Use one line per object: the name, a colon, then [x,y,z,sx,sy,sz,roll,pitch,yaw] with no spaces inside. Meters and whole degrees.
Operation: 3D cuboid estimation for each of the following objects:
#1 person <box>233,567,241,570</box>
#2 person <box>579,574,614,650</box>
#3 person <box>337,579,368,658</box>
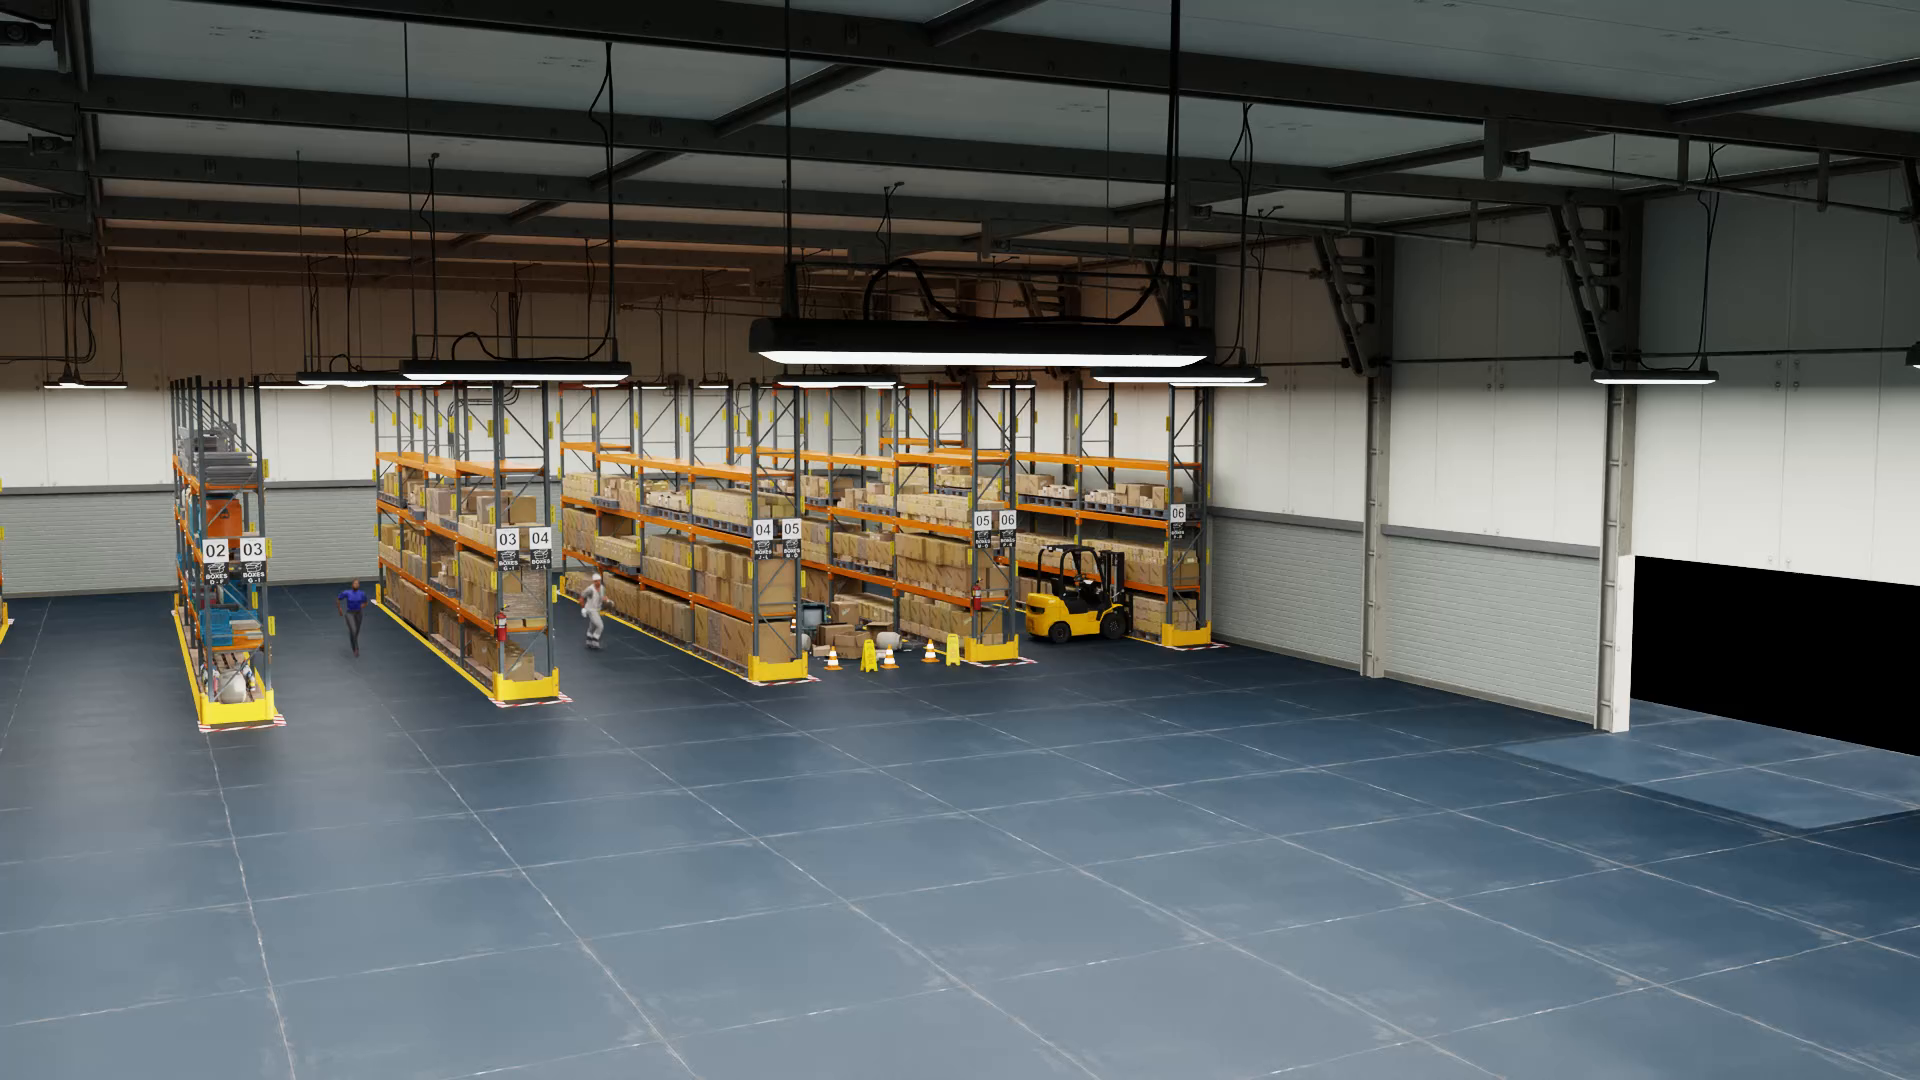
person: [-19.889,0.782,45.626,0.932,1.847,0.675,-1,5,-16]
person: [-8.089,1.596,37.063,0.795,1.726,0.650,2,5,17]
person: [-13.200,1.688,36.157,0.616,1.697,0.906,-4,6,-38]
